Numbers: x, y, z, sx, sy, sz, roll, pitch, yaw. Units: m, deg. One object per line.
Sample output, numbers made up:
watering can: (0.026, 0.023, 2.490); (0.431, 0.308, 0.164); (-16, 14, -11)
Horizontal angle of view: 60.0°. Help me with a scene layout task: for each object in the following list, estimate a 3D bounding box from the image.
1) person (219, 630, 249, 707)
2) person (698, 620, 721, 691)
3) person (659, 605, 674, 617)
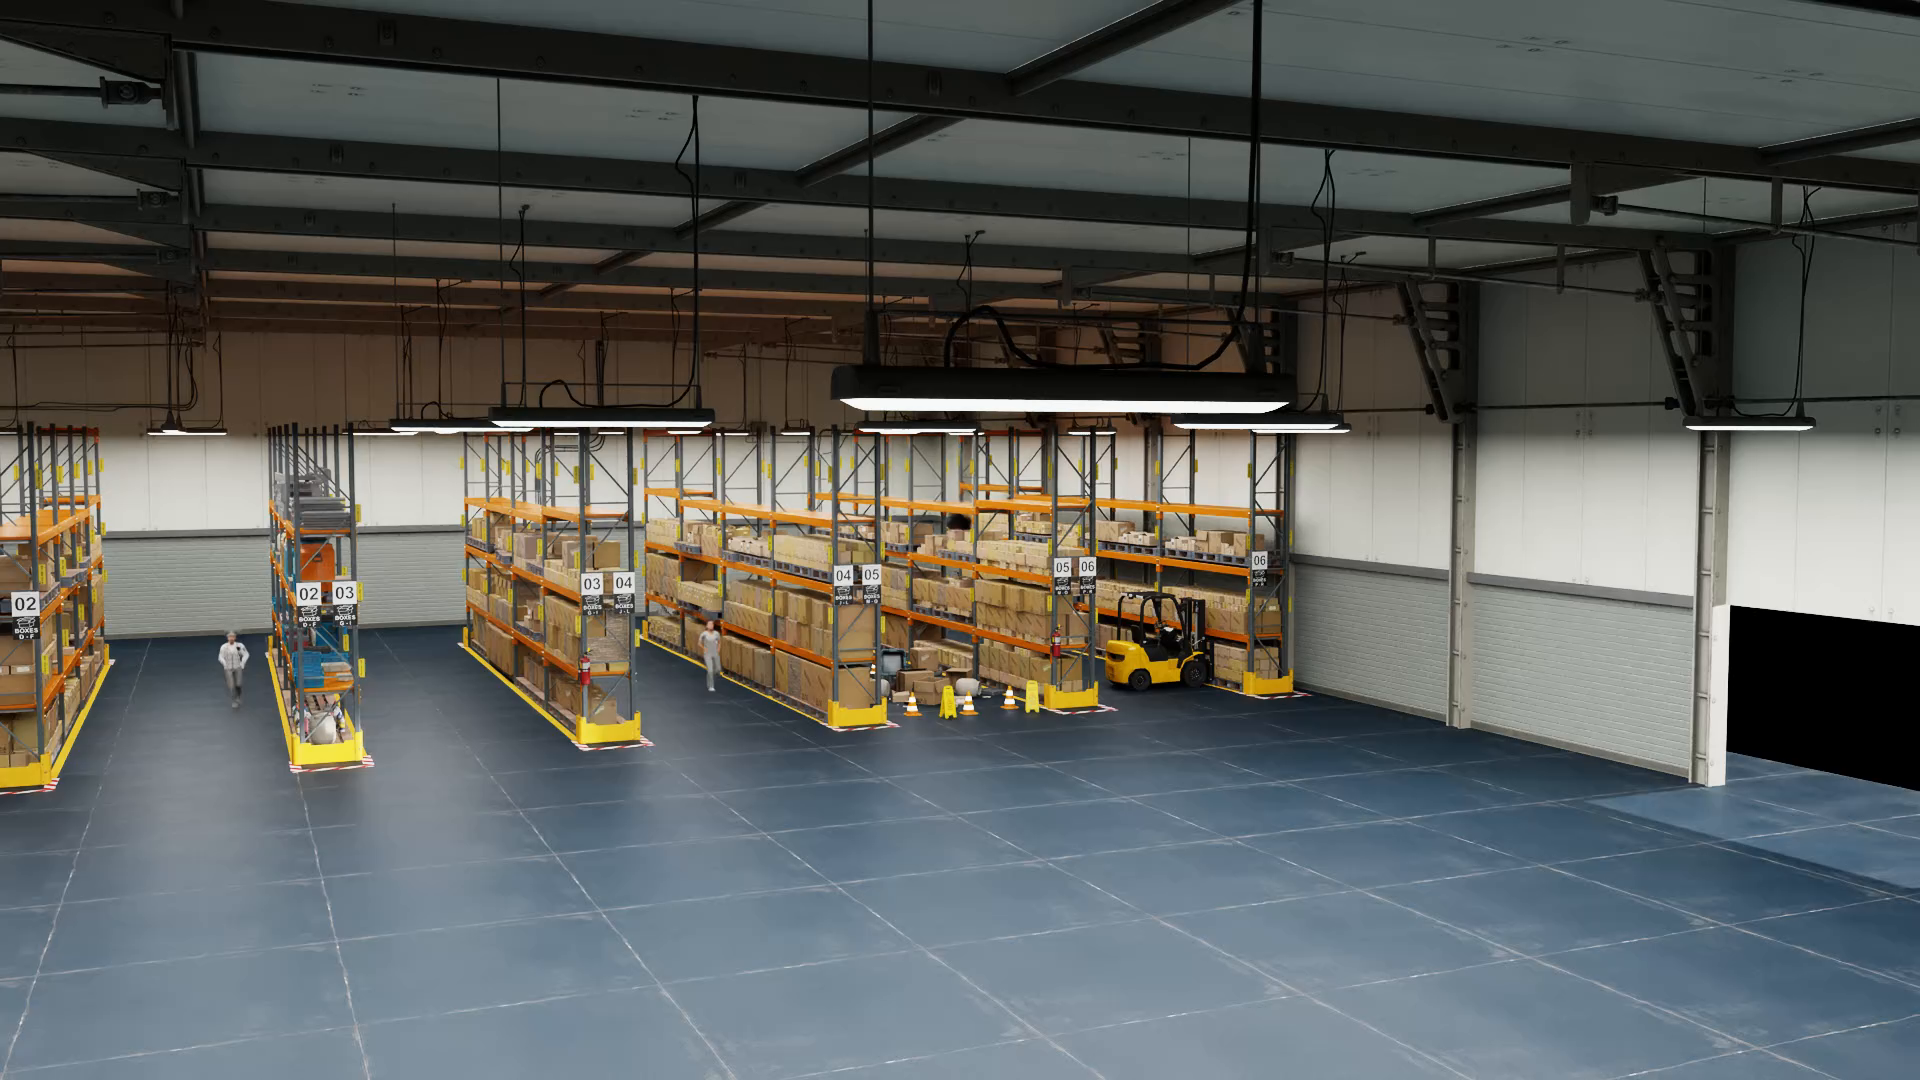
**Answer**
person: (-15.407, 2.733, 35.273); (0.589, 1.653, 0.528); (-1, 4, -20)
person: (-5.645, 2.608, 37.658); (0.561, 1.619, 0.584); (-2, 4, -27)
person: (-8.631, 1.838, 49.213); (0.567, 1.737, 0.642); (-2, 4, -30)
